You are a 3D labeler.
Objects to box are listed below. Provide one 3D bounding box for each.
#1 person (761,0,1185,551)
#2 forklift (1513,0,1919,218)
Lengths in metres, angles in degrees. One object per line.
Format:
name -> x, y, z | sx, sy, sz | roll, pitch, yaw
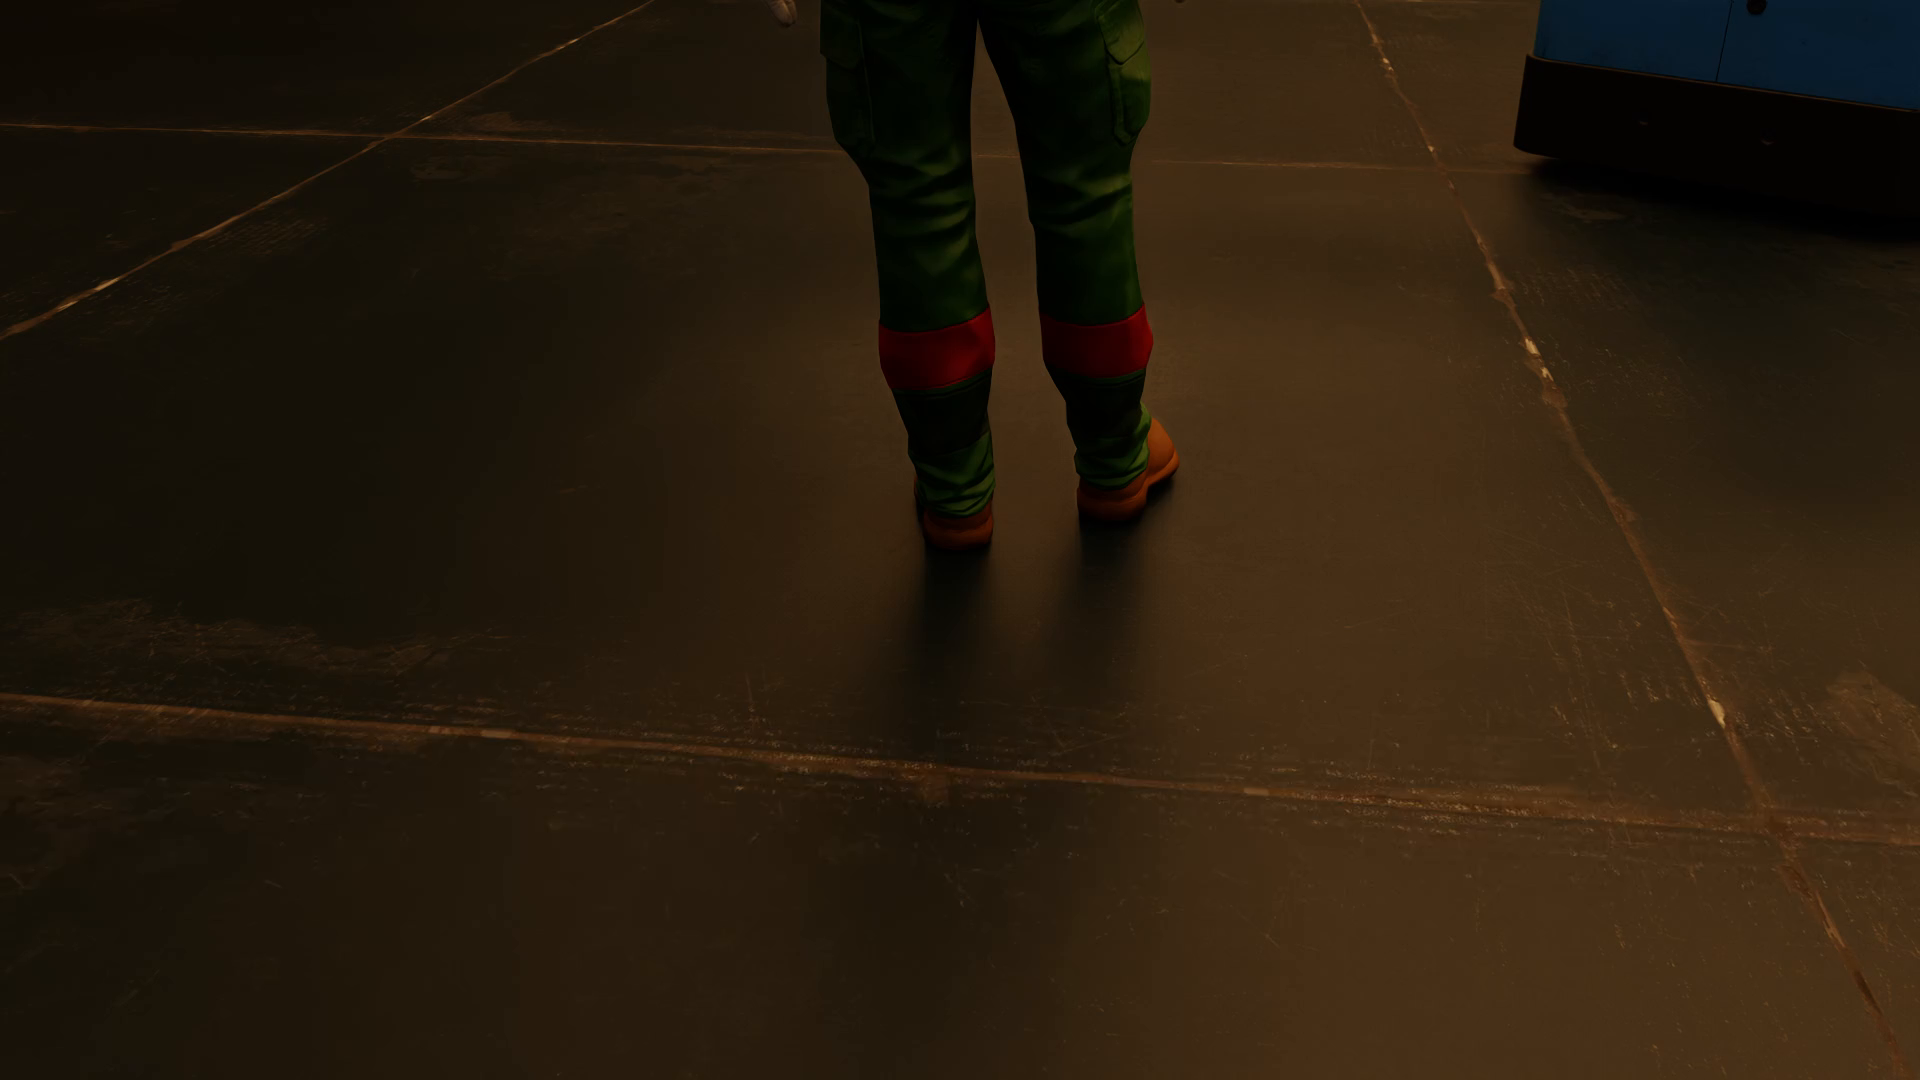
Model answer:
person -> 0.023, -0.842, 2.168 | 0.637, 1.790, 0.562 | 3, 27, 7
forklift -> 2.866, -2.617, 4.464 | 1.130, 2.935, 3.031 | 23, 35, 38
